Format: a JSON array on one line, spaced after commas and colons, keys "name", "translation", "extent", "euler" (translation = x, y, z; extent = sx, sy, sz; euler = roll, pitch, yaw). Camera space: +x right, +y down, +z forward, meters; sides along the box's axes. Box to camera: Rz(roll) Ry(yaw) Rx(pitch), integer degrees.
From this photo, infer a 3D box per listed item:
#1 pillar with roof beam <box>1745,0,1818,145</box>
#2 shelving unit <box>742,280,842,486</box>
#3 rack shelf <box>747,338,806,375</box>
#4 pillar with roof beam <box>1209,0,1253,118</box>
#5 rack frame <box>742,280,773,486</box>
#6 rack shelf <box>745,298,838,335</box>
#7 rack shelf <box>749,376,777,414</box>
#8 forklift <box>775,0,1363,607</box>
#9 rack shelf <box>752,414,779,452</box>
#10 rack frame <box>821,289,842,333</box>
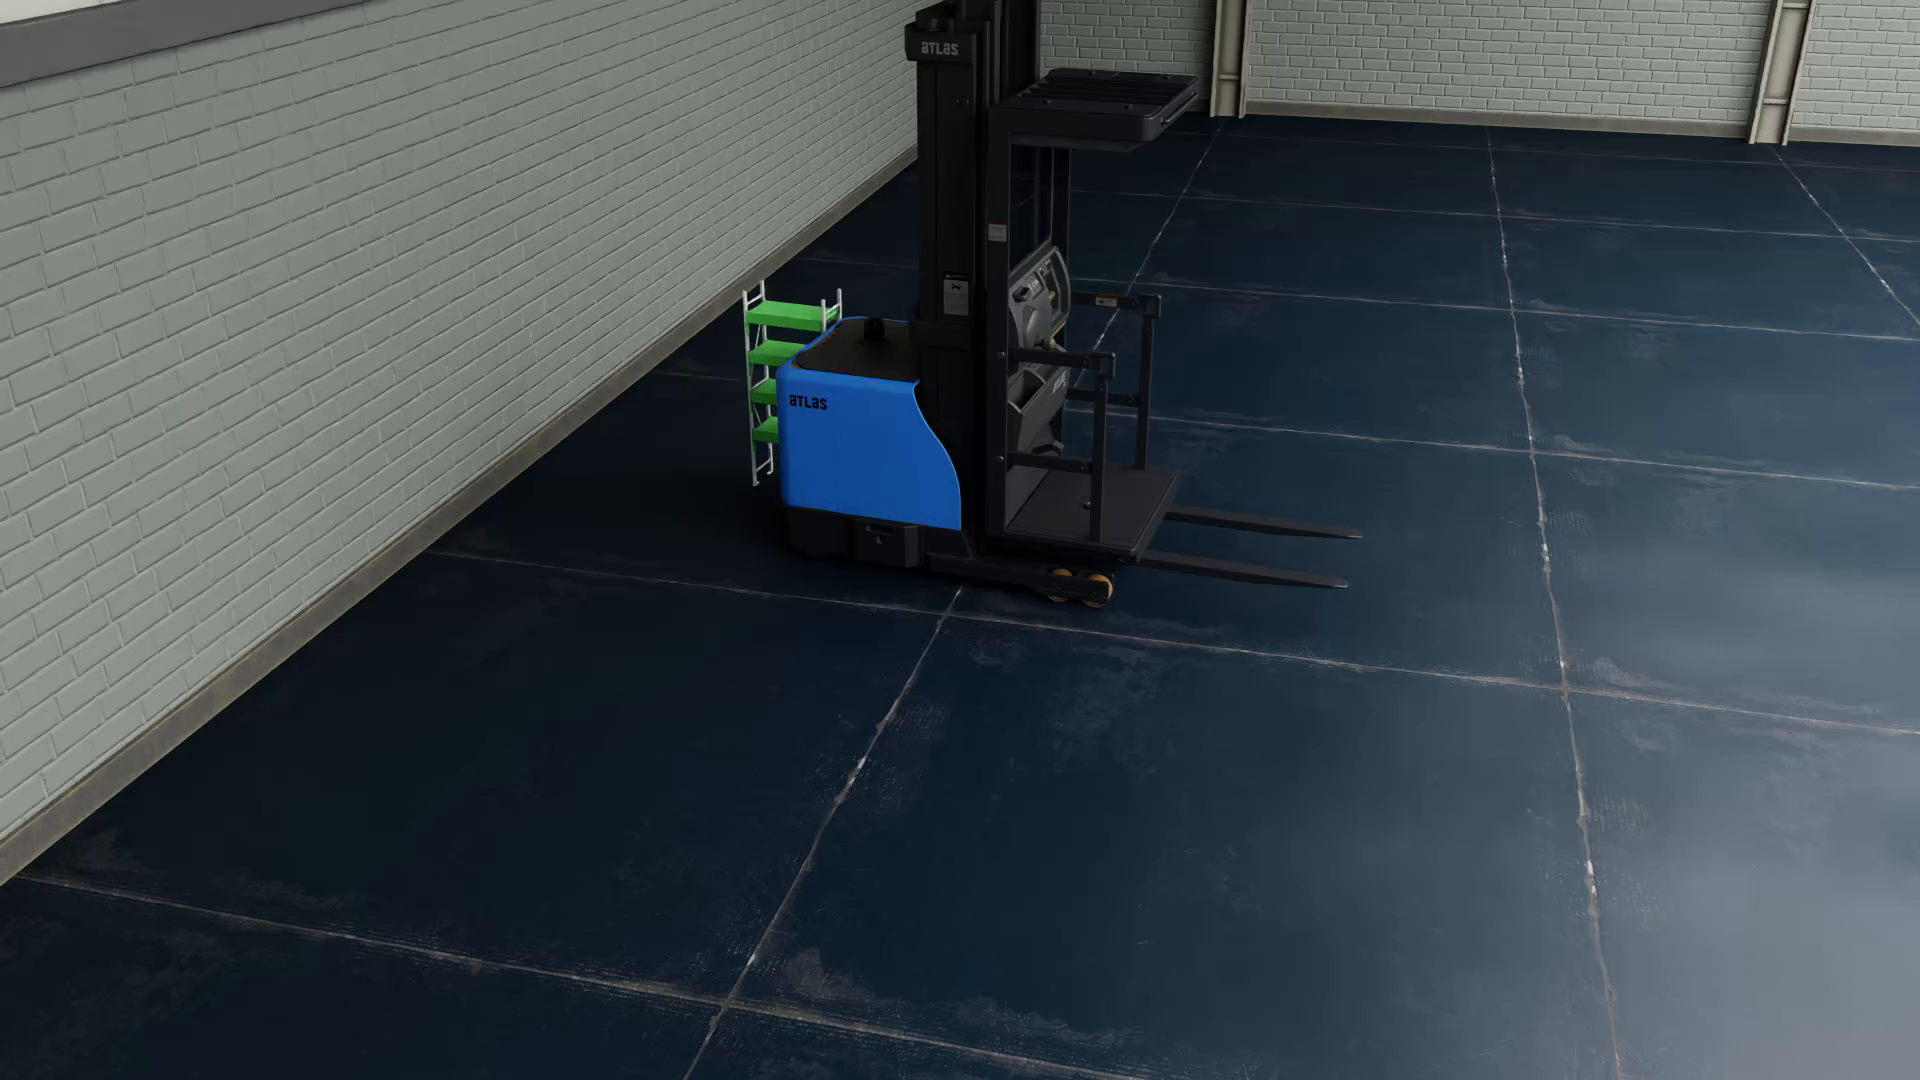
[{"name": "pillar with roof beam", "translation": [7.950, -6.736, 12.931], "extent": [0.400, 9.000, 9.100], "euler": [6, 26, 13]}, {"name": "shelving unit", "translation": [-0.956, -0.876, 9.692], "extent": [0.503, 1.200, 0.258], "euler": [9, 27, 18]}, {"name": "rack shelf", "translation": [-0.955, -1.035, 9.617], "extent": [0.480, 0.148, 0.258], "euler": [9, 27, 18]}, {"name": "pillar with roof beam", "translation": [2.140, -7.379, 14.280], "extent": [0.400, 9.000, 9.100], "euler": [6, 26, 13]}, {"name": "rack frame", "translation": [-1.185, -0.913, 9.769], "extent": [0.015, 1.200, 0.240], "euler": [9, 27, 18]}, {"name": "rack shelf", "translation": [-0.955, -1.252, 9.513], "extent": [0.480, 0.148, 0.258], "euler": [9, 27, 18]}, {"name": "rack shelf", "translation": [-0.956, -0.818, 9.720], "extent": [0.480, 0.148, 0.258], "euler": [9, 27, 18]}, {"name": "forklift", "translation": [0.595, -1.235, 8.435], "extent": [3.031, 2.935, 1.130], "euler": [8, 27, 17]}, {"name": "rack shelf", "translation": [-0.957, -0.602, 9.823], "extent": [0.480, 0.148, 0.258], "euler": [9, 27, 18]}, {"name": "rack frame", "translation": [-0.727, -0.839, 9.616], "extent": [0.015, 1.200, 0.240], "euler": [9, 27, 18]}]
